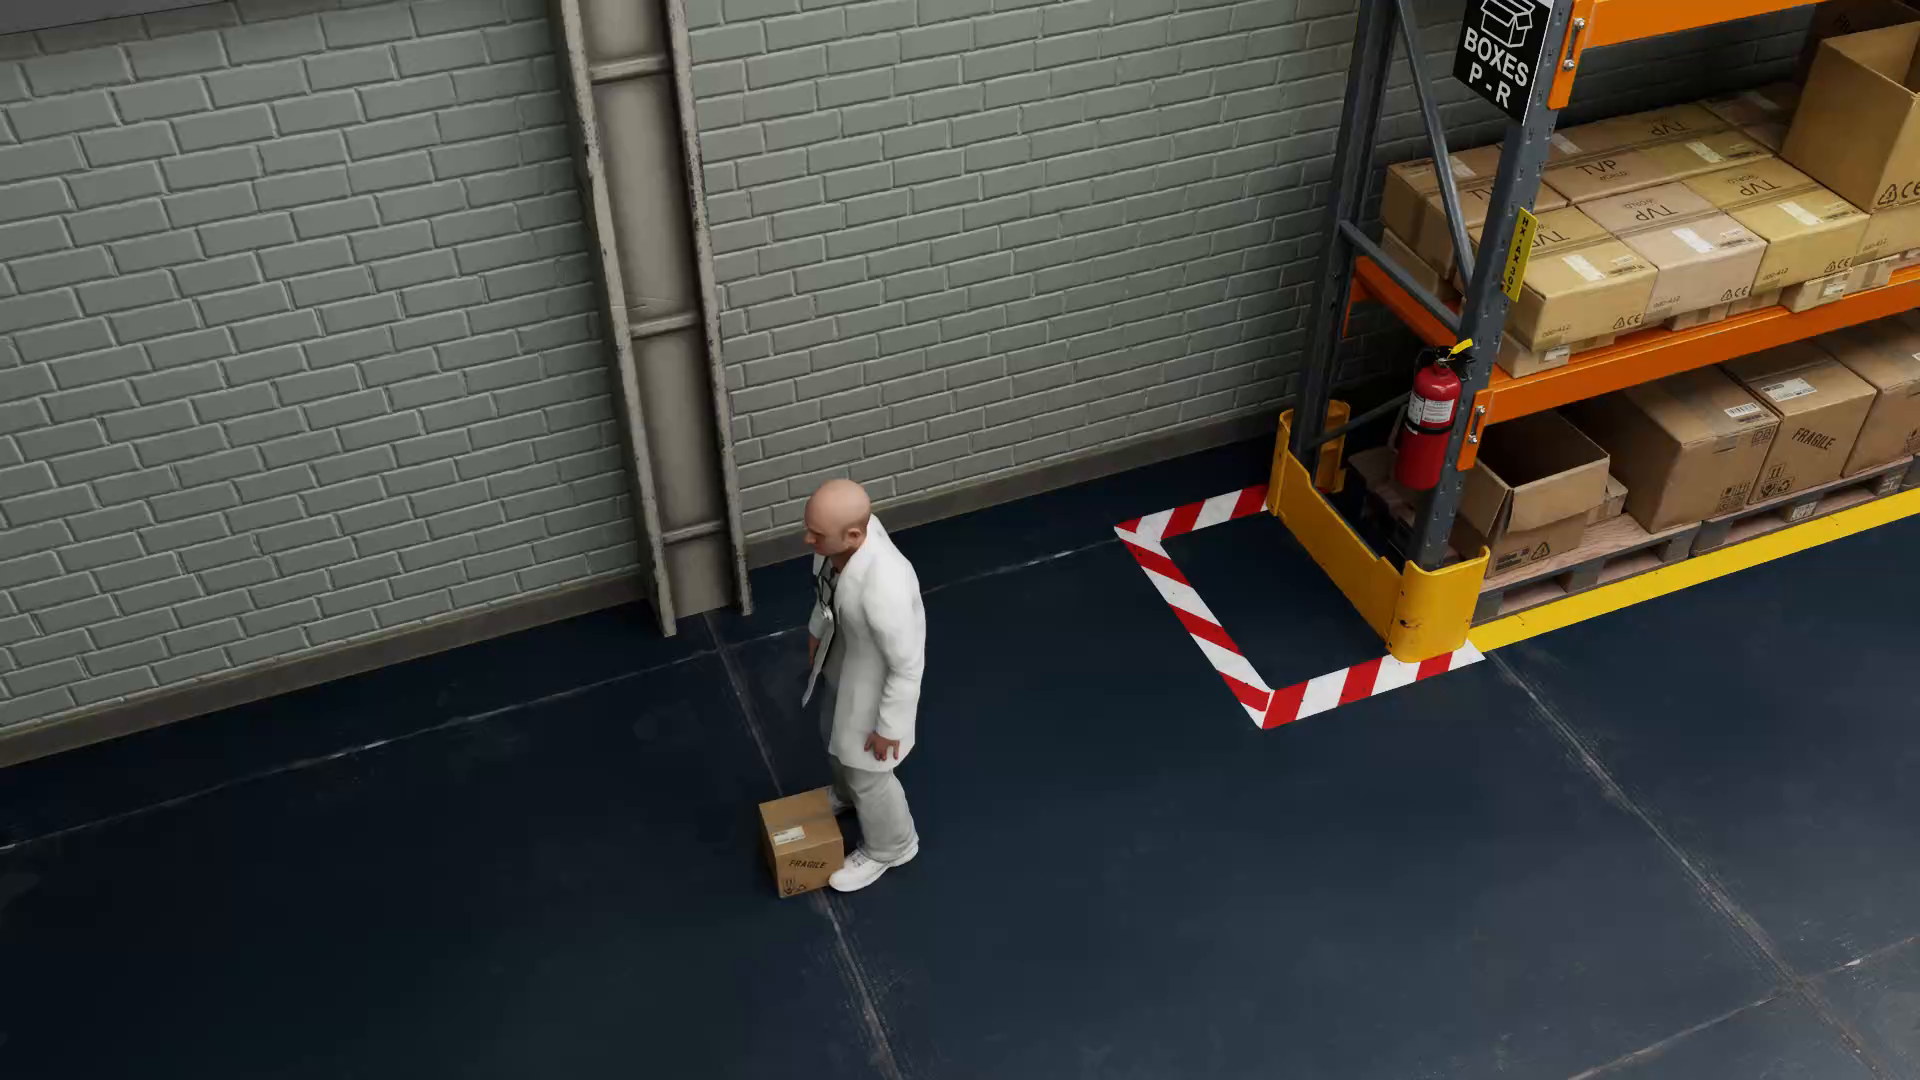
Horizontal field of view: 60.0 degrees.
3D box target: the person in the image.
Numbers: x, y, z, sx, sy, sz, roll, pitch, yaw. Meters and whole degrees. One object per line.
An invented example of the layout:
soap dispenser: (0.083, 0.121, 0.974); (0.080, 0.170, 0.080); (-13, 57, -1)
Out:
person: (-0.347, 0.460, 5.645); (0.426, 1.773, 0.640); (-15, 44, -17)
